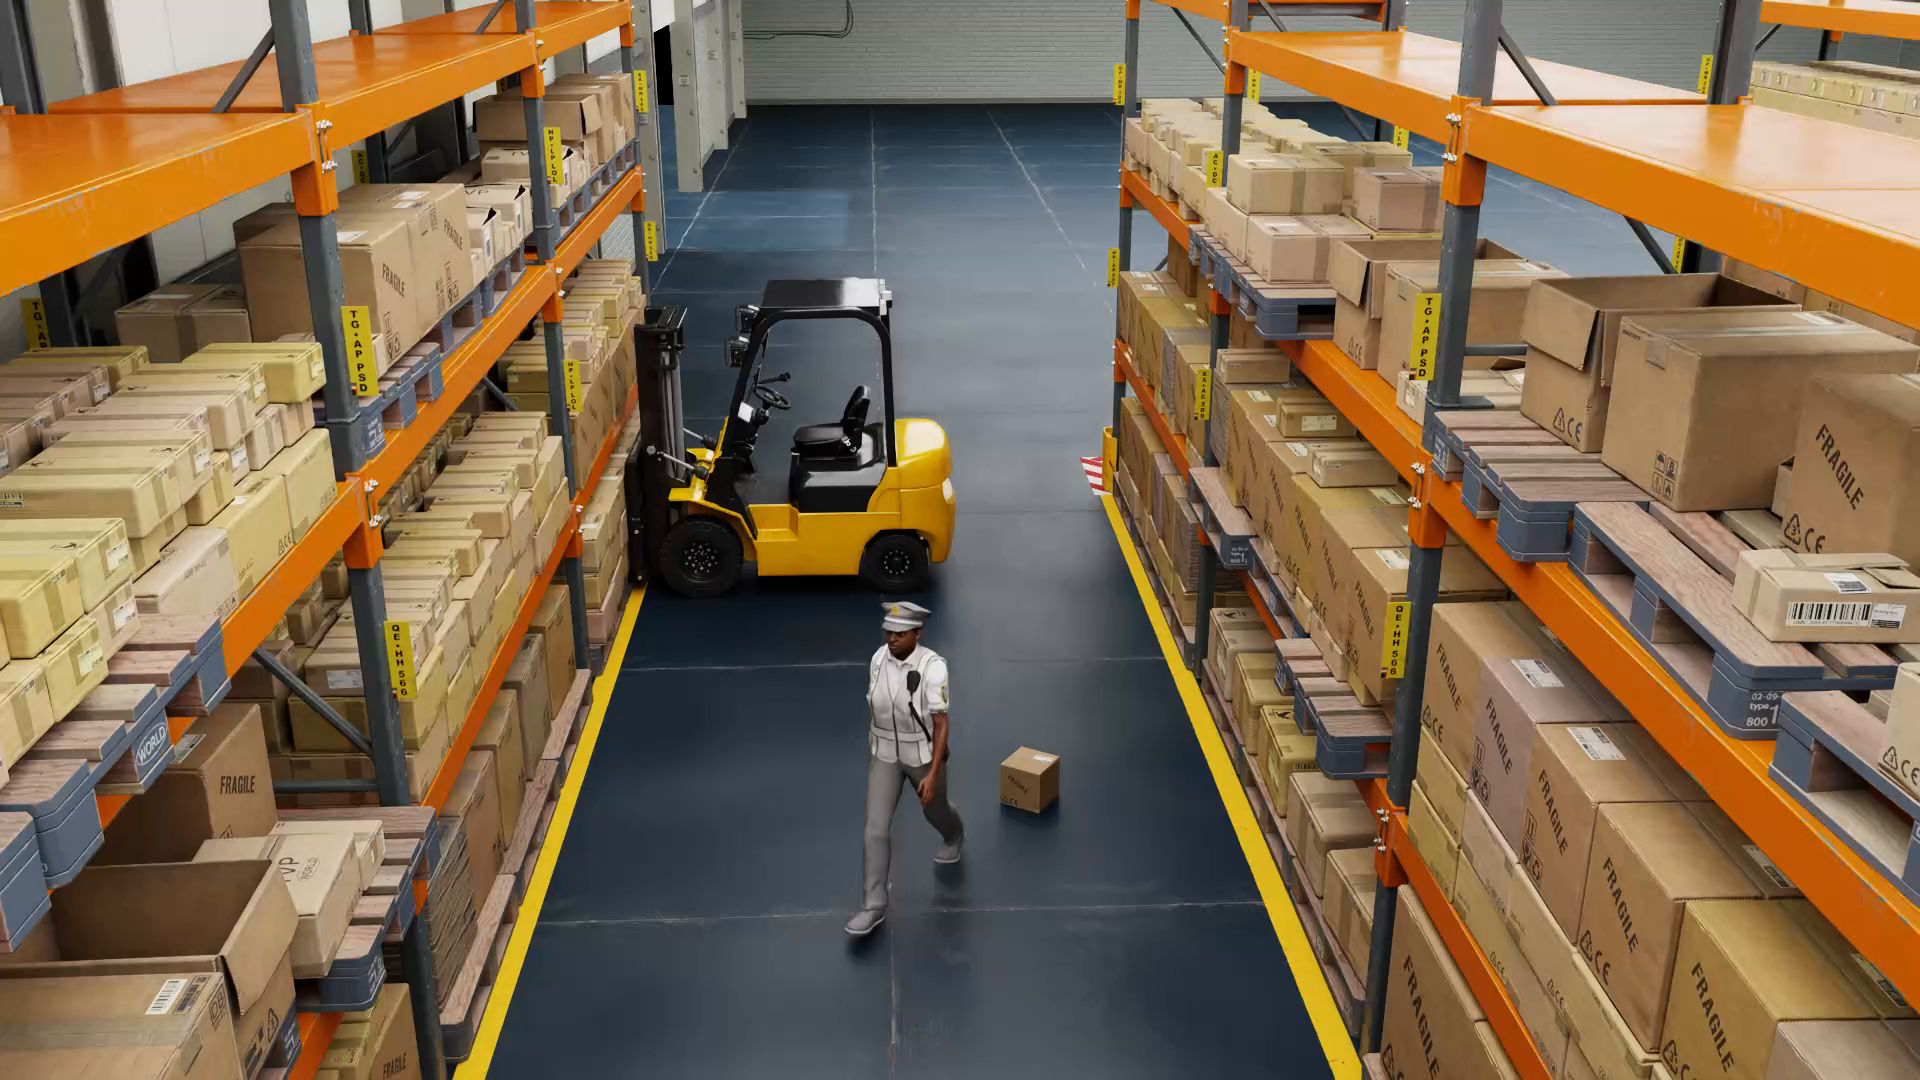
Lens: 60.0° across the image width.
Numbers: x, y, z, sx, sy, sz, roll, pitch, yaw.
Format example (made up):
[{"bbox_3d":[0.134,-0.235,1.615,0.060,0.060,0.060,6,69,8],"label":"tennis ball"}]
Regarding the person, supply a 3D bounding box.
[{"bbox_3d":[-0.252,1.058,8.203,0.455,1.640,1.011,7,22,18],"label":"person"}]
